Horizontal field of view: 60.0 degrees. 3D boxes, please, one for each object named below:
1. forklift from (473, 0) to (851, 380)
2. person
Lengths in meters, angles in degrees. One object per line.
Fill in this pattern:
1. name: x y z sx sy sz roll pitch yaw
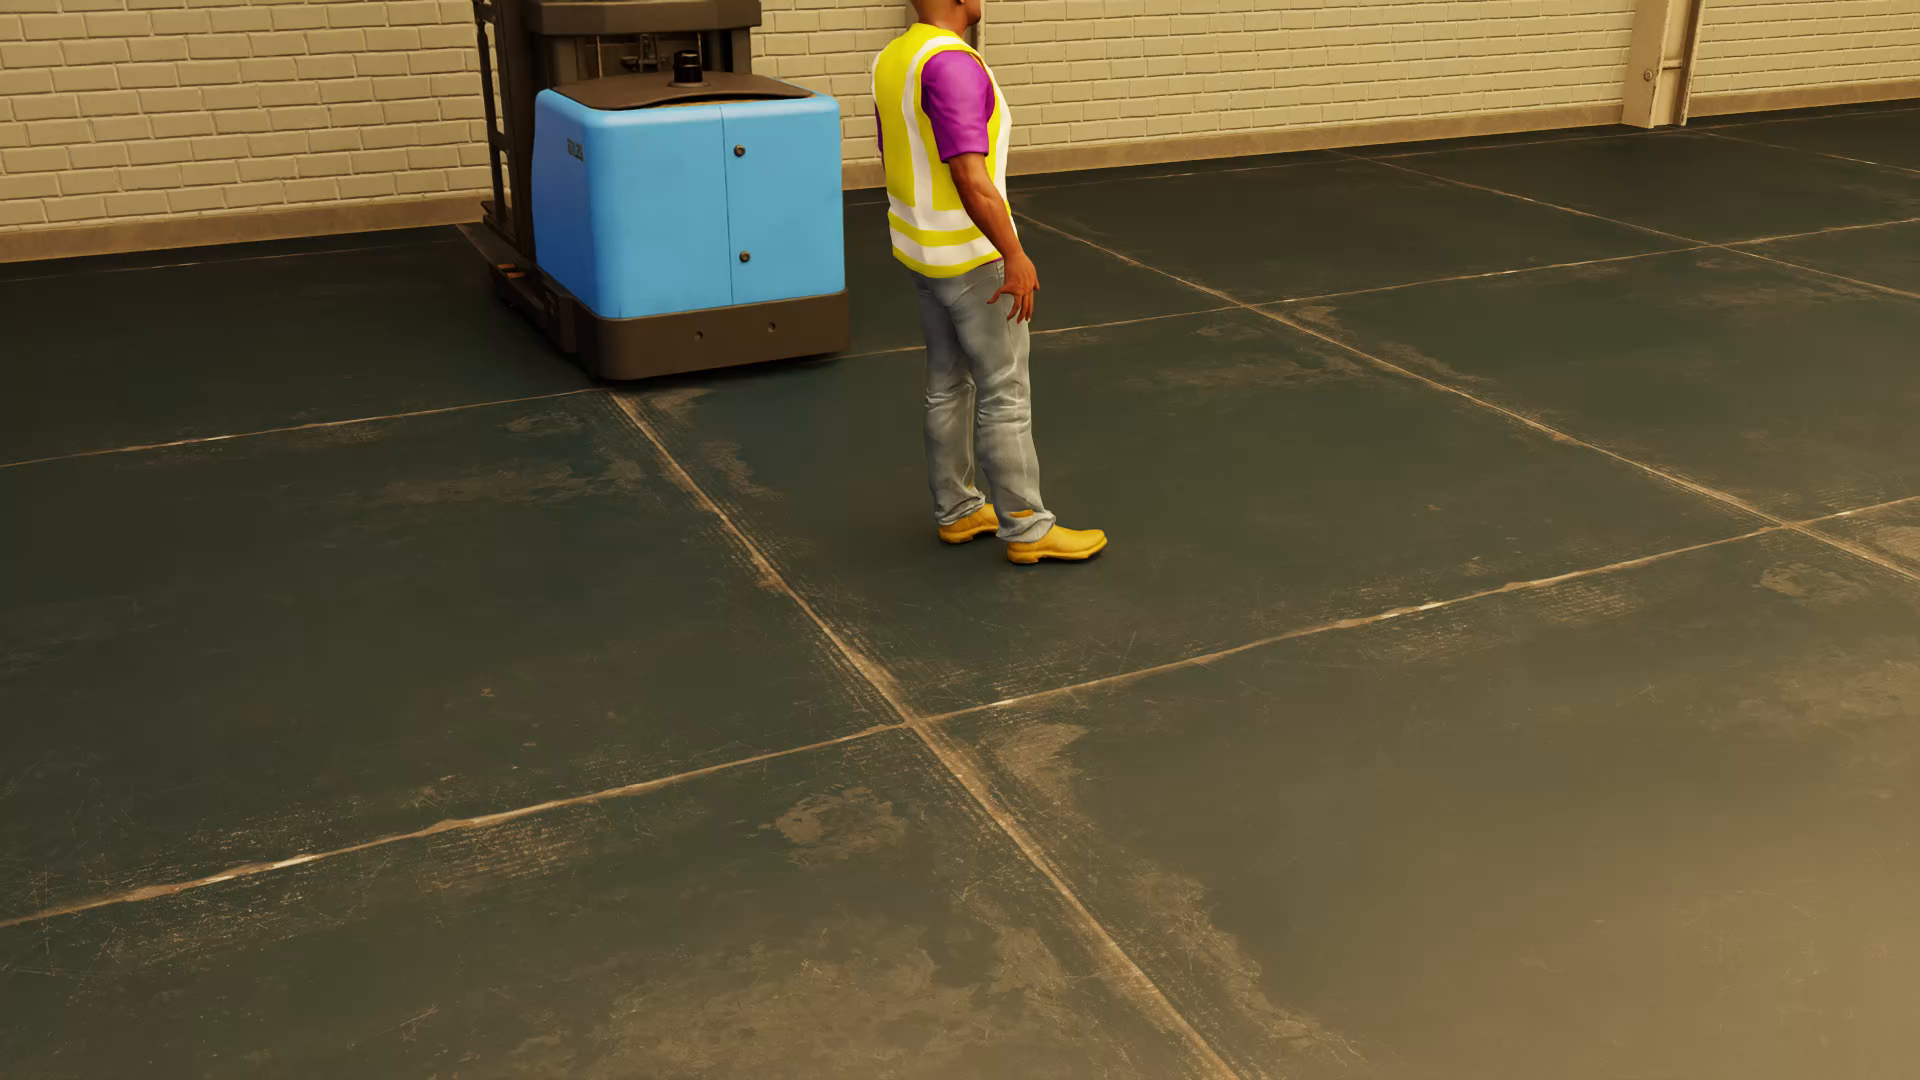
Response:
1. forklift: -1.567 -2.496 7.294 1.130 2.935 3.031 -11 25 -25
2. person: 0.065 -0.831 4.787 0.577 1.765 0.666 -10 25 -23
